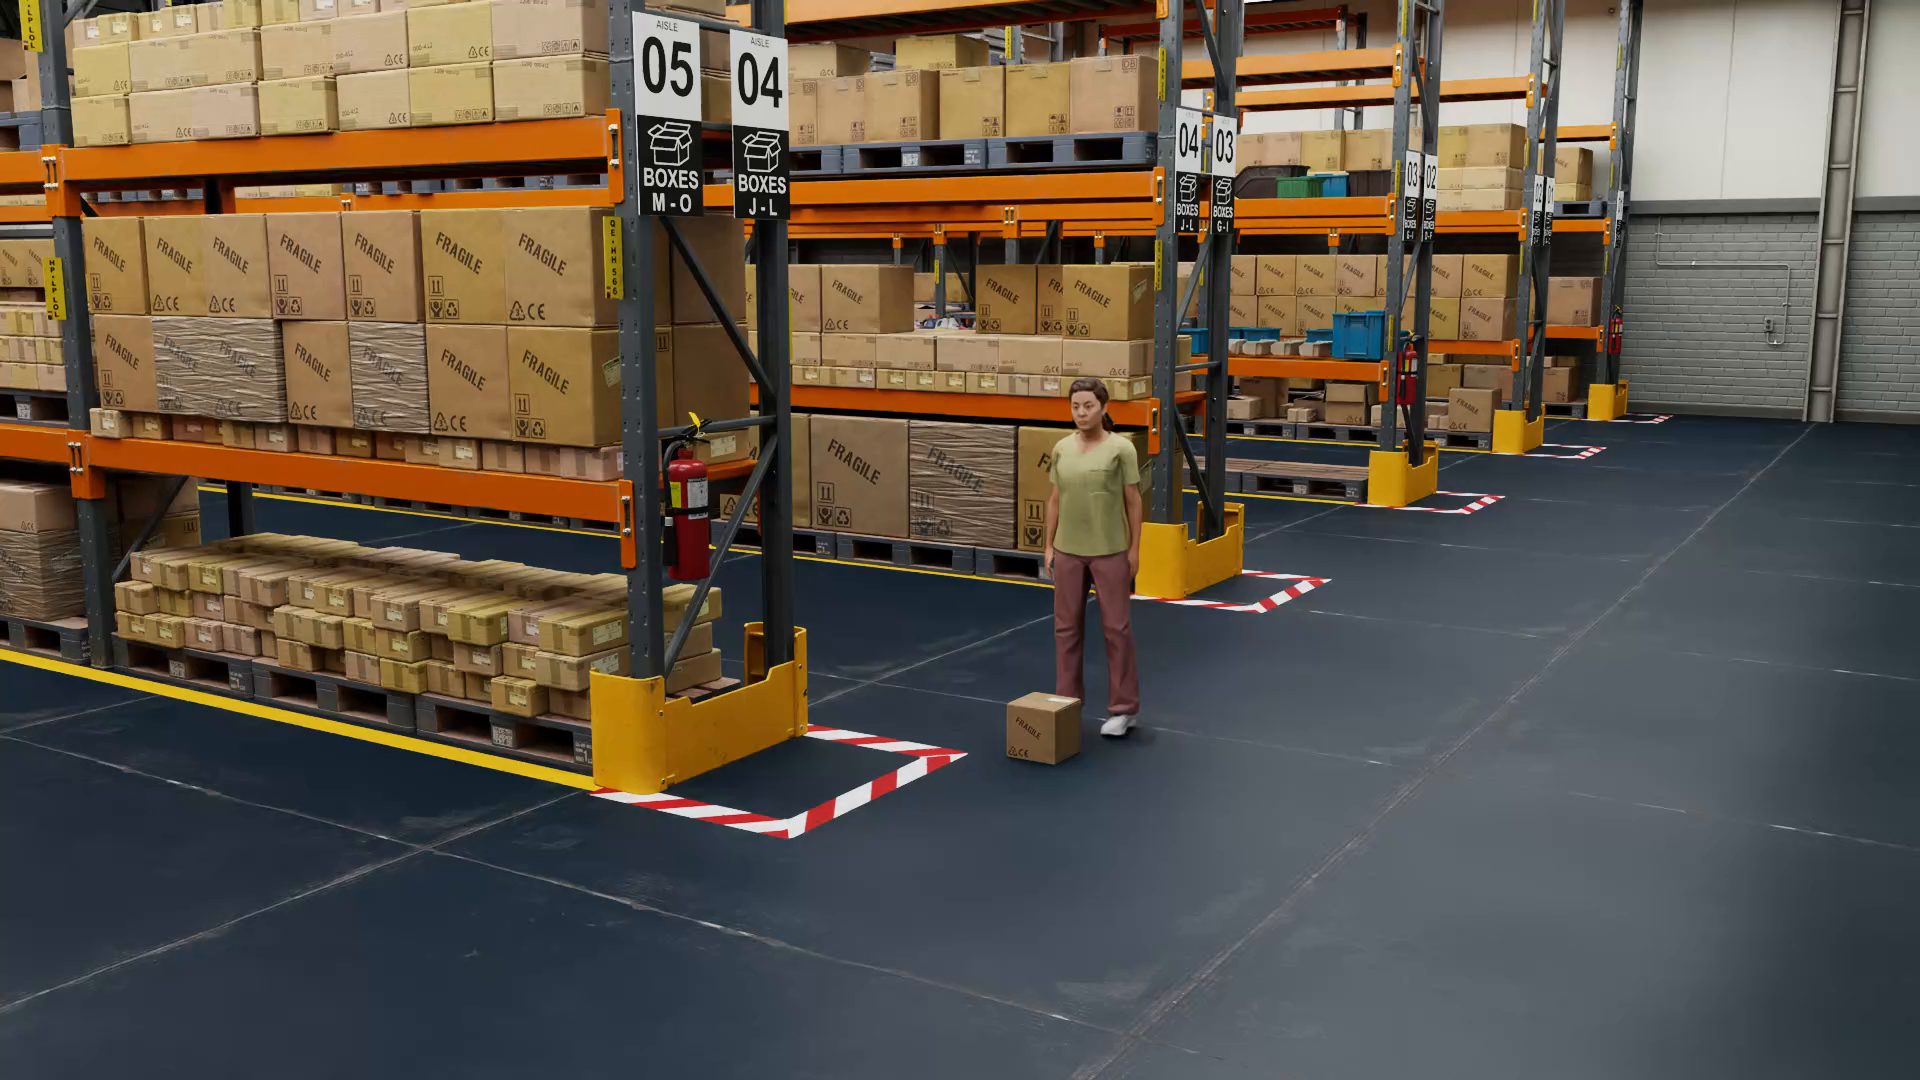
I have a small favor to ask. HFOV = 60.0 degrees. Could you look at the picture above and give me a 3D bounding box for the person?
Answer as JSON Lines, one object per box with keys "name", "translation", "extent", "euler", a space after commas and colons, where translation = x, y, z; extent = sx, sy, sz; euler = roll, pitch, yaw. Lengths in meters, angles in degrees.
{"name": "person", "translation": [0.621, 0.071, 7.897], "extent": [0.478, 1.676, 0.399], "euler": [4, 10, 24]}
